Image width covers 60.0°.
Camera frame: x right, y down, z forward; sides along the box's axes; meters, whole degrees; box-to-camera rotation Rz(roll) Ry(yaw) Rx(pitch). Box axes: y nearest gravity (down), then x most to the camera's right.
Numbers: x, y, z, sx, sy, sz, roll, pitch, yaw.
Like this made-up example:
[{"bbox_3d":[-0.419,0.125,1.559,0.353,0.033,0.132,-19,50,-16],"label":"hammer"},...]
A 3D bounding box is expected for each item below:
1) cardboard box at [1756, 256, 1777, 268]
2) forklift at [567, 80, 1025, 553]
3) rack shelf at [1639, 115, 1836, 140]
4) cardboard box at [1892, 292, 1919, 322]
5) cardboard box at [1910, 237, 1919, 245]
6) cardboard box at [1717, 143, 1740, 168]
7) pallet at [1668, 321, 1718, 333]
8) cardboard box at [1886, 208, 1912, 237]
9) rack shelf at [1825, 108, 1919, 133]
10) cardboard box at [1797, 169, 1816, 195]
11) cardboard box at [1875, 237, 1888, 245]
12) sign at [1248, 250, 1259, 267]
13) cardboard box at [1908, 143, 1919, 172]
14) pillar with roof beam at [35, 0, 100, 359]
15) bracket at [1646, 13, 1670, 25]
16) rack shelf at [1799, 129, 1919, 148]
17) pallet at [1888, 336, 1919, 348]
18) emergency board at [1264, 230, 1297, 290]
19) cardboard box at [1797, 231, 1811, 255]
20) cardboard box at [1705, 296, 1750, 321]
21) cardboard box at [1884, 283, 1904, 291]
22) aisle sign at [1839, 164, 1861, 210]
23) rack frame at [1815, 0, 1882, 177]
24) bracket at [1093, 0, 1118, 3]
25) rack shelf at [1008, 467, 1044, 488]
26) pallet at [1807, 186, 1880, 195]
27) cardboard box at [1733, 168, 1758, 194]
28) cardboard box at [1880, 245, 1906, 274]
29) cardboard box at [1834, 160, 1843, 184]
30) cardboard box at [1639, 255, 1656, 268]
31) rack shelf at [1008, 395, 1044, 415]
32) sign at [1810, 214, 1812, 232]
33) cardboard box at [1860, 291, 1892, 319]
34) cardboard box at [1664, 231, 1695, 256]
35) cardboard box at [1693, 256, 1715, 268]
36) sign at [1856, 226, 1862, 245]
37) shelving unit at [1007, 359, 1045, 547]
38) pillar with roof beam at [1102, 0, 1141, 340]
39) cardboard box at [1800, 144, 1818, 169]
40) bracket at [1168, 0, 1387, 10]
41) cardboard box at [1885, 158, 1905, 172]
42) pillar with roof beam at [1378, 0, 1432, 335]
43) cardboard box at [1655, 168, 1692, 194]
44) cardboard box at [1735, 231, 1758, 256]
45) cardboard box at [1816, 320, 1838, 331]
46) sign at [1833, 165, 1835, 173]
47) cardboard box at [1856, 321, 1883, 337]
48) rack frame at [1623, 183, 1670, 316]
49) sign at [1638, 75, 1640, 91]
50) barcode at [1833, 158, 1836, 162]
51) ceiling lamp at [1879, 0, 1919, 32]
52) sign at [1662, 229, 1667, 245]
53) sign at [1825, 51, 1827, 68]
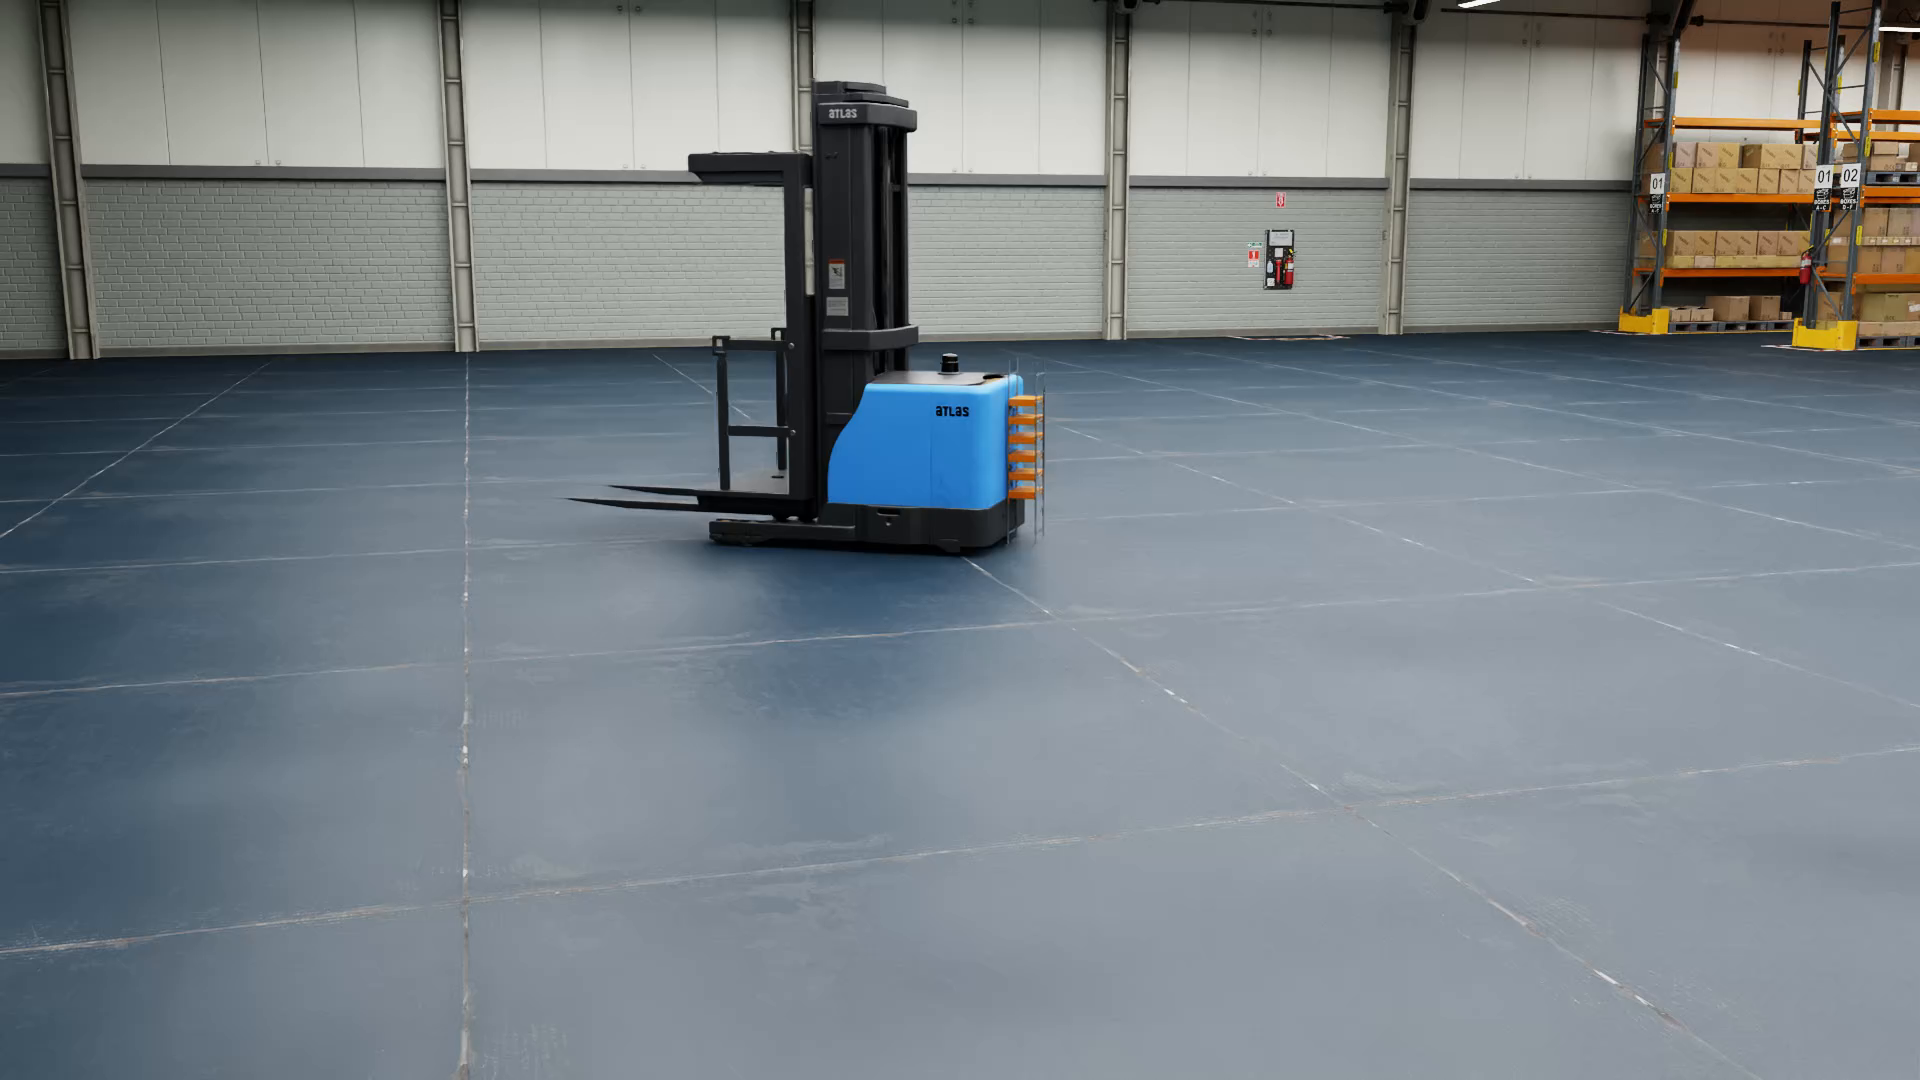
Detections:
[{"bbox_3d":[16.580,-5.789,34.567,0.500,0.250,0.500,-3,11,-16],"label":"cardboard box"},{"bbox_3d":[-1.138,-1.487,11.029,3.031,2.935,1.130,3,11,16],"label":"forklift"},{"bbox_3d":[15.989,-8.475,34.226,4.000,0.370,1.077,-3,11,-16],"label":"rack shelf"},{"bbox_3d":[16.990,-4.183,29.847,0.500,0.500,0.500,-3,11,-16],"label":"cardboard box"},{"bbox_3d":[16.885,-5.321,29.599,0.250,0.149,0.380,-3,11,-18],"label":"cardboard box"},{"bbox_3d":[15.492,-7.827,33.899,0.500,0.500,0.500,-3,11,-14],"label":"cardboard box"},{"bbox_3d":[14.932,-4.447,34.617,1.213,0.211,1.003,-3,11,-16],"label":"pallet"},{"bbox_3d":[16.463,-5.657,29.631,0.500,0.500,0.700,-3,11,-17],"label":"cardboard box"},{"bbox_3d":[17.378,-7.419,29.585,4.000,0.370,1.077,-3,11,-16],"label":"rack shelf"},{"bbox_3d":[17.492,-7.447,34.598,0.500,0.500,0.500,-3,11,-14],"label":"cardboard box"},{"bbox_3d":[16.147,-5.283,29.389,0.250,0.149,0.380,-3,11,-17],"label":"cardboard box"},{"bbox_3d":[5.795,-5.550,32.813,0.234,0.329,0.001,-3,11,-16],"label":"sign"},{"bbox_3d":[17.128,-6.755,29.344,0.500,0.500,0.500,-3,11,-16],"label":"cardboard box"},{"bbox_3d":[-13.102,-6.649,22.308,0.400,9.000,9.100,-3,11,-16],"label":"pillar with roof beam"},{"bbox_3d":[14.200,-10.603,33.845,0.430,0.232,0.235,-3,11,-16],"label":"bracket"},{"bbox_3d":[19.830,-8.483,35.361,4.000,0.370,1.077,-3,11,-16],"label":"rack shelf"},{"bbox_3d":[17.349,-3.654,30.311,1.213,0.211,1.003,-3,11,-16],"label":"pallet"},{"bbox_3d":[6.355,-5.543,32.871,0.643,1.169,0.194,-3,11,-16],"label":"emergency board"},{"bbox_3d":[17.542,-6.209,34.775,0.500,0.500,0.500,-3,11,-16],"label":"cardboard box"},{"bbox_3d":[16.024,-4.843,34.757,0.500,0.500,0.700,-4,11,-20],"label":"cardboard box"},{"bbox_3d":[20.016,-5.450,35.981,0.500,0.250,0.500,-3,11,-16],"label":"cardboard box"},{"bbox_3d":[15.480,-6.140,28.935,0.004,0.787,0.394,-3,11,-16],"label":"aisle sign"},{"bbox_3d":[15.457,-7.869,28.934,0.127,3.000,1.000,-3,11,-16],"label":"rack frame"},{"bbox_3d":[2.678,-9.996,30.546,0.430,0.232,0.235,-3,11,-16],"label":"bracket"},{"bbox_3d":[0.431,-0.405,10.843,0.180,0.103,0.258,3,11,16],"label":"rack shelf"},{"bbox_3d":[18.532,-7.377,35.068,1.003,0.211,1.213,-3,11,-16],"label":"pallet"},{"bbox_3d":[15.992,-7.366,34.155,0.500,0.500,0.500,-2,11,-12],"label":"cardboard box"},{"bbox_3d":[16.412,-5.016,29.733,0.500,0.500,0.700,-3,11,-14],"label":"cardboard box"},{"bbox_3d":[18.457,-7.726,35.010,0.500,0.500,0.500,-1,11,-8],"label":"cardboard box"},{"bbox_3d":[14.464,-5.773,34.477,0.500,0.250,0.500,-3,11,-15],"label":"cardboard box"},{"bbox_3d":[0.431,-0.878,10.756,0.180,0.103,0.258,3,11,16],"label":"rack shelf"},{"bbox_3d":[15.319,-5.699,29.867,0.005,0.325,0.100,-3,11,-16],"label":"sign"},{"bbox_3d":[16.845,-4.273,30.338,0.500,0.500,0.500,-3,11,-16],"label":"cardboard box"},{"bbox_3d":[14.612,-6.056,33.945,0.500,0.500,0.500,-3,11,-16],"label":"cardboard box"},{"bbox_3d":[15.121,-5.714,34.156,0.500,0.250,0.500,-3,11,-18],"label":"cardboard box"},{"bbox_3d":[15.607,-5.286,28.866,0.005,0.325,0.100,-3,11,-16],"label":"sign"},{"bbox_3d":[0.431,-0.567,10.813,0.189,1.200,0.258,3,11,16],"label":"shelving unit"},{"bbox_3d":[4.181,-7.560,27.256,0.548,9.000,9.100,-3,11,-16],"label":"pillar with roof beam"},{"bbox_3d":[17.504,-7.935,34.487,0.500,0.500,0.500,-4,11,-21],"label":"cardboard box"},{"bbox_3d":[5.949,-10.168,31.483,4.783,0.066,0.076,-3,11,-16],"label":"bracket"},{"bbox_3d":[16.489,-6.699,29.734,0.500,0.250,0.500,-3,11,-16],"label":"cardboard box"},{"bbox_3d":[9.942,-7.863,28.906,0.548,9.000,9.100,-3,11,-16],"label":"pillar with roof beam"},{"bbox_3d":[14.460,-7.287,33.727,0.500,0.500,0.500,-3,11,-14],"label":"cardboard box"},{"bbox_3d":[16.079,-6.133,34.361,0.500,0.500,0.500,-3,11,-14],"label":"cardboard box"},{"bbox_3d":[15.890,-3.851,30.115,0.500,0.250,0.500,-3,11,-16],"label":"cardboard box"},{"bbox_3d":[18.069,-7.617,34.425,0.005,0.325,0.100,-3,11,-16],"label":"sign"},{"bbox_3d":[16.034,-3.761,29.626,0.500,0.250,0.500,-3,11,-16],"label":"cardboard box"},{"bbox_3d":[14.069,-5.779,34.154,0.127,3.000,1.000,-3,11,-16],"label":"rack frame"},{"bbox_3d":[13.934,-9.364,34.042,0.005,0.325,0.100,-3,11,-16],"label":"sign"},{"bbox_3d":[15.612,-6.778,29.692,0.075,0.075,0.001,-3,11,-16],"label":"barcode"},{"bbox_3d":[18.565,-11.308,31.495,2.000,3.185,0.800,-3,11,-16],"label":"ceiling lamp"},{"bbox_3d":[14.221,-6.111,33.563,0.005,0.325,0.100,-3,11,-16],"label":"sign"},{"bbox_3d":[15.319,-8.462,29.359,0.005,0.325,0.100,-3,11,-16],"label":"sign"}]
